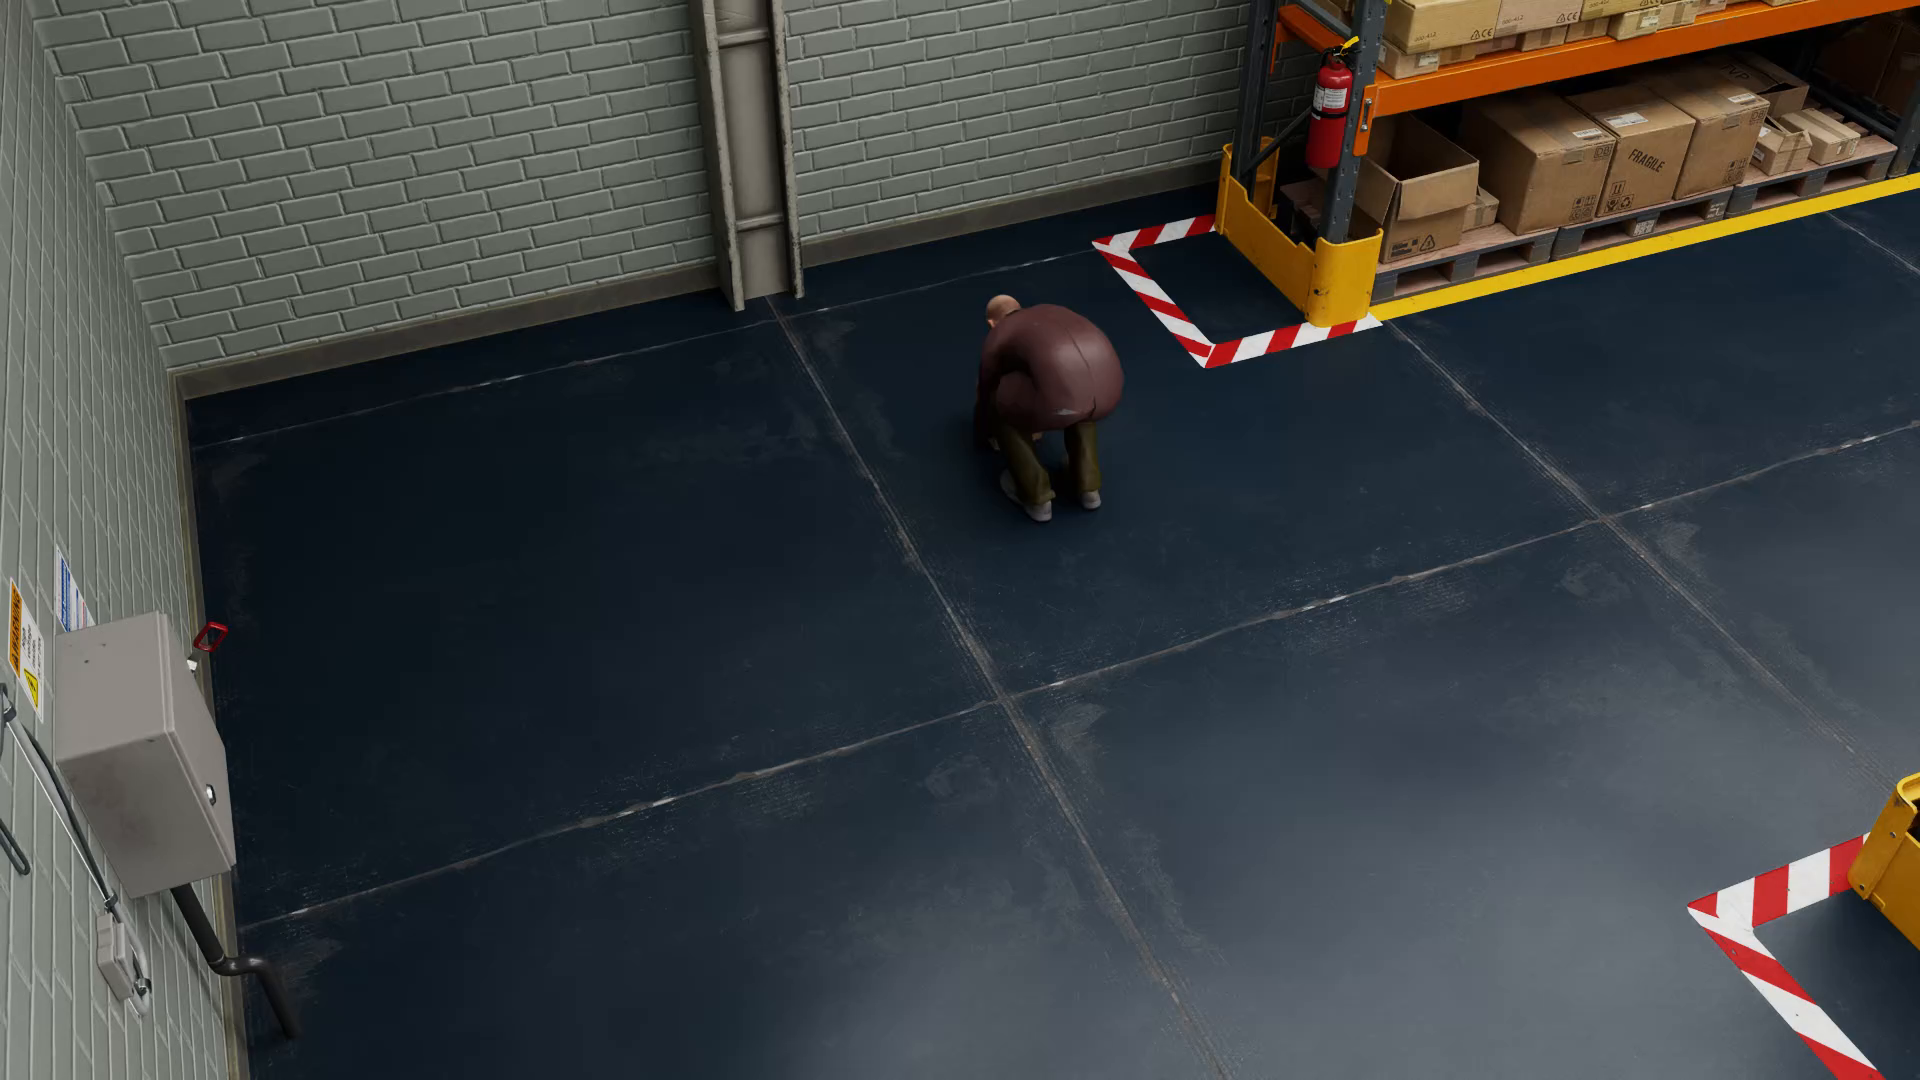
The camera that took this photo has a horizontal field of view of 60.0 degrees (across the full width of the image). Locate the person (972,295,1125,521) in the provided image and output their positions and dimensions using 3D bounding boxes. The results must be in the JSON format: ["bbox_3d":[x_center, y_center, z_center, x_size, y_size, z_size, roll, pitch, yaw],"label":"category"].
[{"bbox_3d":[0.371,-0.662,7.566,0.595,0.943,0.947,-17,44,-19],"label":"person"}]
